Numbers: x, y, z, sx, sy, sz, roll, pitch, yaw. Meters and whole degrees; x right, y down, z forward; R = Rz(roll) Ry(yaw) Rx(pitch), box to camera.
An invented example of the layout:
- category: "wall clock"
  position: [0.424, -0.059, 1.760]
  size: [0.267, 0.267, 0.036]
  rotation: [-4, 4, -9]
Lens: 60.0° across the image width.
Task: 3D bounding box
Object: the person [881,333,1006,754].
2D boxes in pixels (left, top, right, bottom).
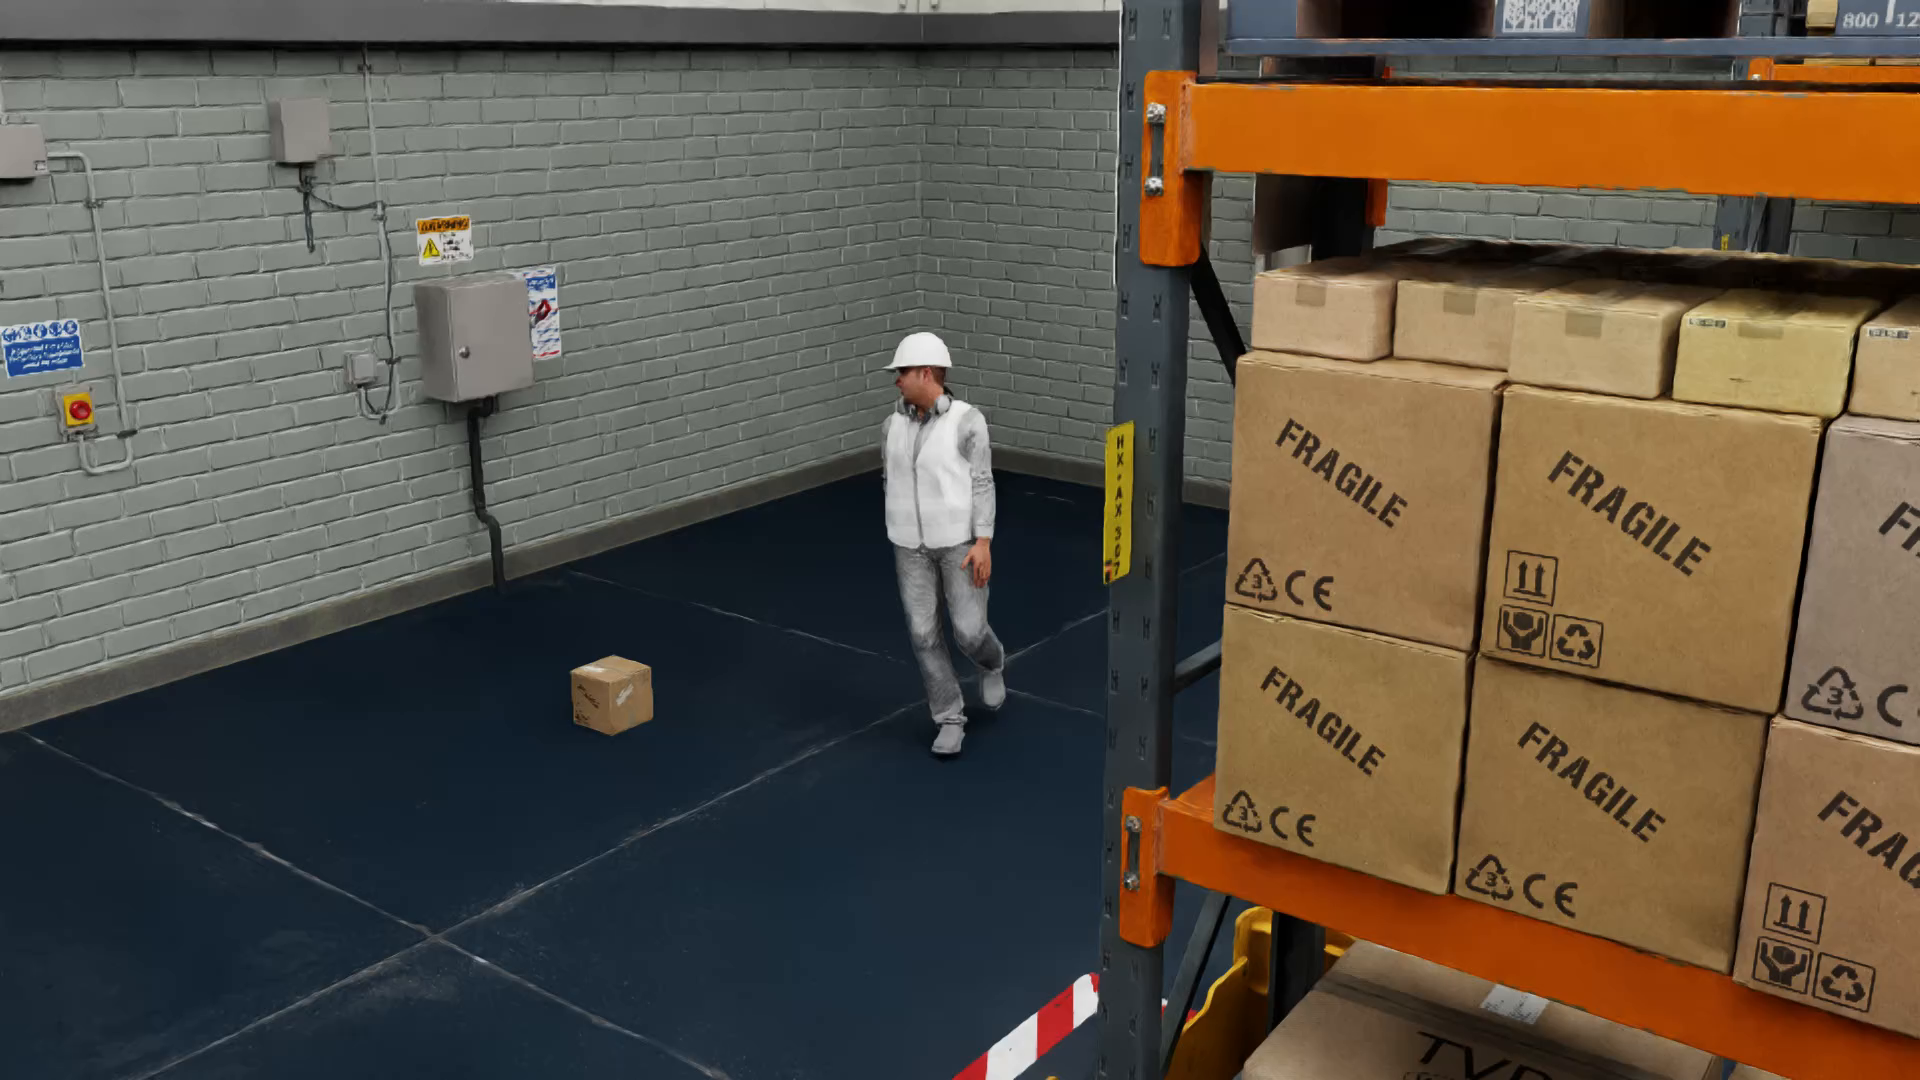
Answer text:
- category: "person"
  position: [-0.106, 0.004, 7.066]
  size: [0.583, 1.728, 0.642]
  rotation: [6, 18, 21]
